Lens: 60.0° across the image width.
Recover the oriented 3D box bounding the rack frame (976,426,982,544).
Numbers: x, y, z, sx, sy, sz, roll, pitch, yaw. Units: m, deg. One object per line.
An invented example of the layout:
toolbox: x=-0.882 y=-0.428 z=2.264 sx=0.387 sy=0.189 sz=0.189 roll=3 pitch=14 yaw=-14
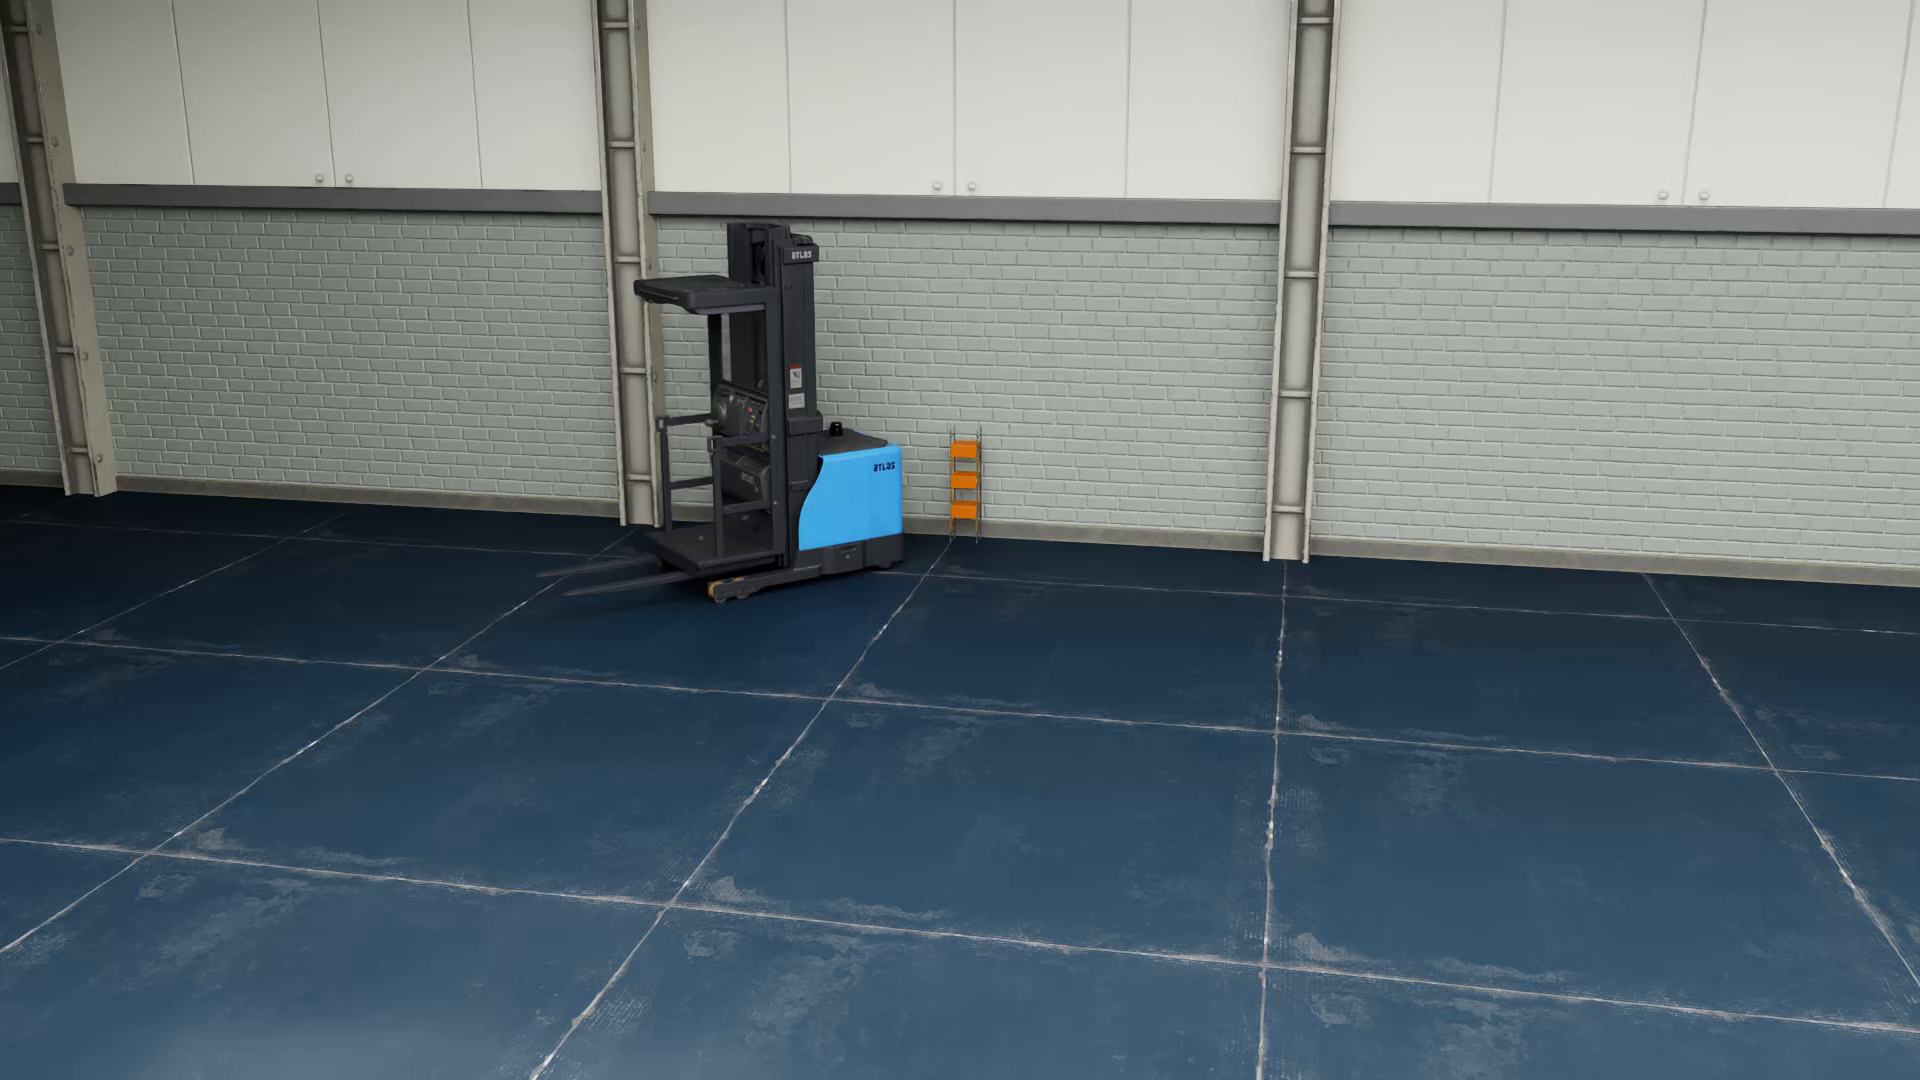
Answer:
rack frame: x=0.172 y=-0.497 z=15.076 sx=0.008 sy=1.050 sz=0.200 roll=3 pitch=16 yaw=11

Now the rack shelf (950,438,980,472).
rack shelf: x=0.052 y=-0.766 z=15.027 sx=0.240 sy=0.259 sz=0.215 roll=3 pitch=16 yaw=11

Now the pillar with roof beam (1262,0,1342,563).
pillar with roof beam: x=2.024 y=-3.060 z=9.439 sx=0.400 sy=9.000 sz=9.100 roll=3 pitch=16 yaw=11

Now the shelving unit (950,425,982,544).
shelving unit: x=0.052 y=-0.503 z=15.100 sx=0.252 sy=1.050 sz=0.215 roll=3 pitch=16 yaw=11

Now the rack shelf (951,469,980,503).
rack shelf: x=0.052 y=-0.493 z=15.102 sx=0.240 sy=0.259 sz=0.215 roll=3 pitch=16 yaw=11

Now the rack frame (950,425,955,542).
rack frame: x=-0.067 y=-0.510 z=15.123 sx=0.008 sy=1.050 sz=0.200 roll=3 pitch=16 yaw=11

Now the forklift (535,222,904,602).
forklift: x=-1.990 y=-1.069 z=13.620 sx=3.031 sy=2.935 sz=1.130 roll=-10 pitch=18 yaw=-33

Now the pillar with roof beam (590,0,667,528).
pillar with roof beam: x=-3.856 y=-3.379 z=10.591 sx=0.400 sy=9.000 sz=9.100 roll=3 pitch=16 yaw=11

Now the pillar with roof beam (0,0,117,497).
pillar with roof beam: x=-9.735 y=-3.698 z=11.744 sx=0.400 sy=9.000 sz=9.100 roll=3 pitch=16 yaw=11

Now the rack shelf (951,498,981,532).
rack shelf: x=0.052 y=-0.225 z=15.177 sx=0.240 sy=0.259 sz=0.215 roll=3 pitch=16 yaw=11
